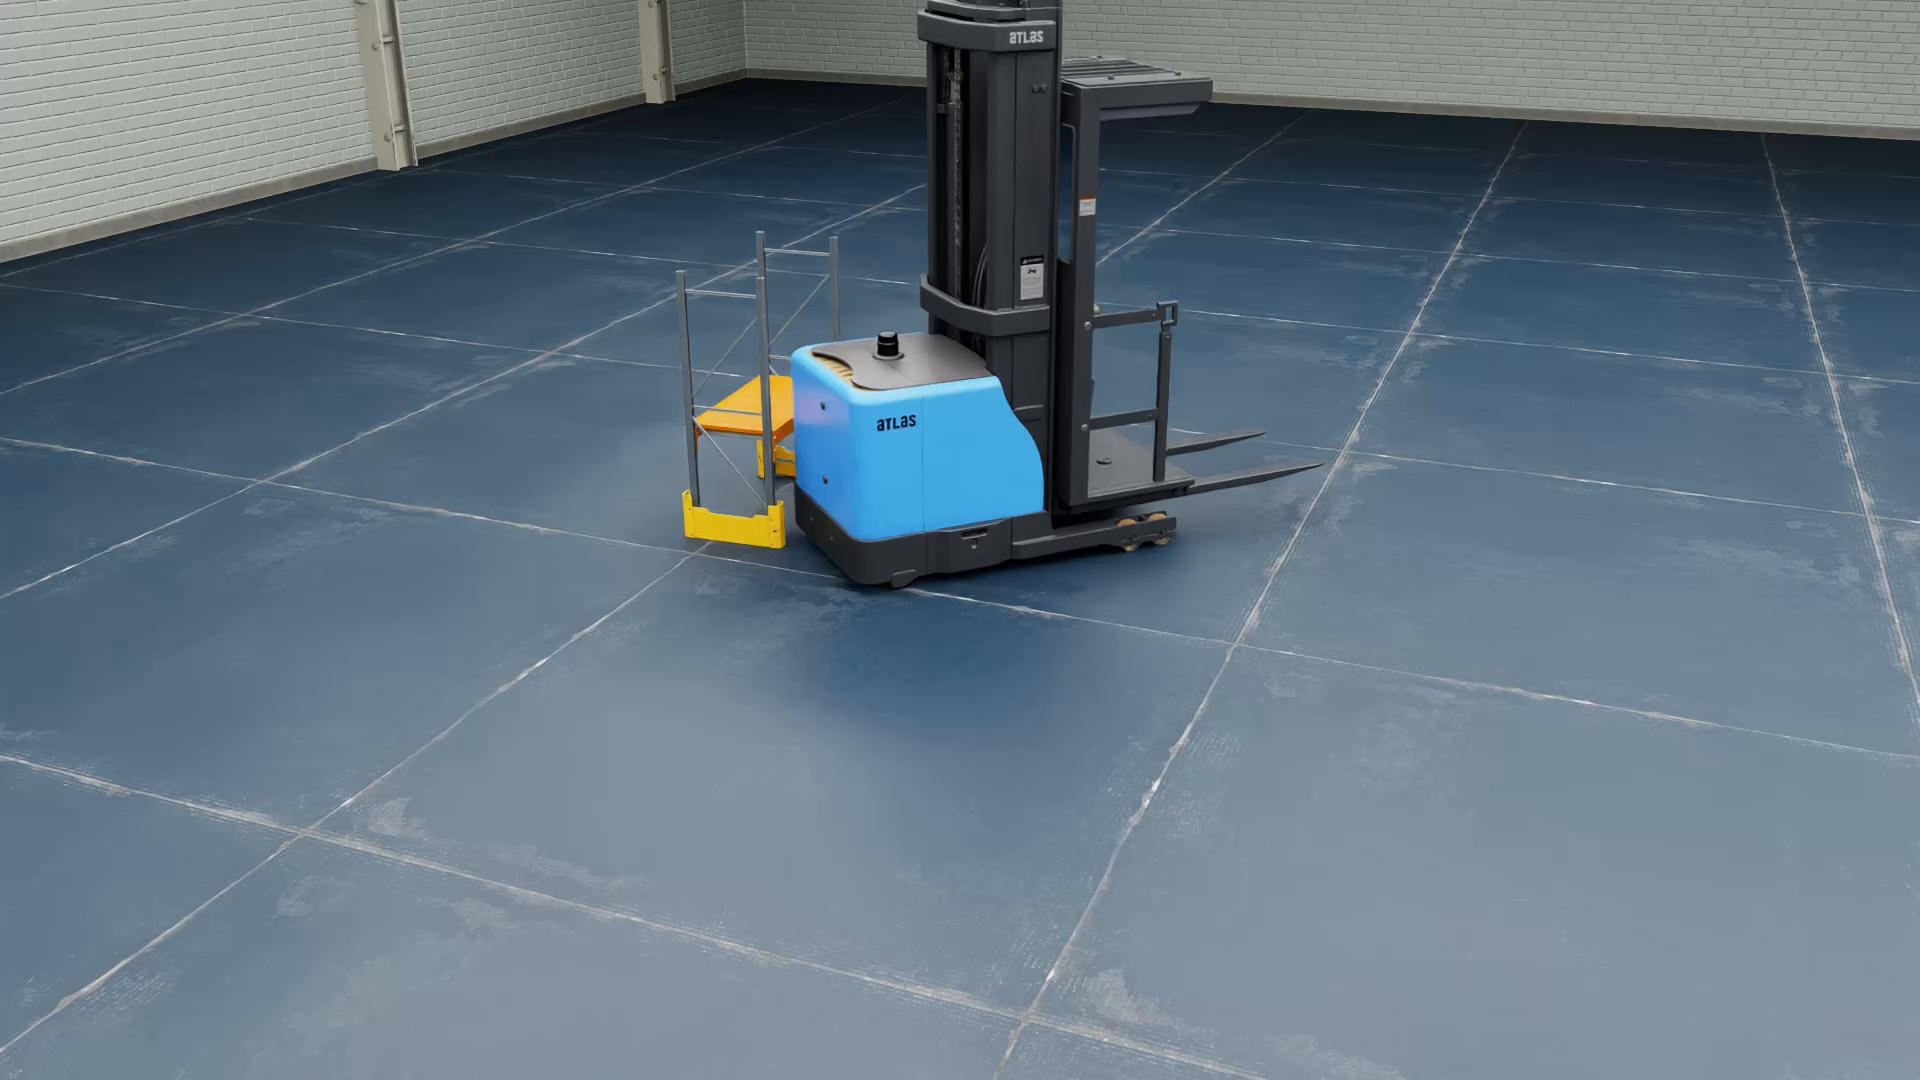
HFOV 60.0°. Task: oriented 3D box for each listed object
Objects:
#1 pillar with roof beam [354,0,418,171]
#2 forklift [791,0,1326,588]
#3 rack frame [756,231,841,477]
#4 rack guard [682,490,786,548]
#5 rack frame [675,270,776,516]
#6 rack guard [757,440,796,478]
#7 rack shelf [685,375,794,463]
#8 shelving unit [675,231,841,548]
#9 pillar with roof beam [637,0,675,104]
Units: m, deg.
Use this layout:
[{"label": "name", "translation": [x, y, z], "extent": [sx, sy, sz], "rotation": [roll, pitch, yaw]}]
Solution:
[{"label": "pillar with roof beam", "translation": [-2.762, -8.015, 16.763], "extent": [9.100, 9.000, 0.400], "rotation": [9, 24, 20]}, {"label": "forklift", "translation": [0.637, -1.472, 8.972], "extent": [3.031, 2.935, 1.130], "rotation": [-10, 25, -23]}, {"label": "rack frame", "translation": [-0.940, -1.065, 9.855], "extent": [0.500, 1.500, 0.032], "rotation": [7, 24, 16]}, {"label": "rack guard", "translation": [-1.252, -0.116, 9.204], "extent": [0.587, 0.250, 0.087], "rotation": [7, 24, 16]}, {"label": "rack frame", "translation": [-1.252, -0.692, 8.962], "extent": [0.500, 1.500, 0.032], "rotation": [7, 24, 16]}, {"label": "rack guard", "translation": [-0.946, -0.482, 10.079], "extent": [0.587, 0.250, 0.087], "rotation": [7, 24, 16]}, {"label": "rack shelf", "translation": [-1.096, -0.713, 9.478], "extent": [0.538, 0.185, 1.000], "rotation": [7, 24, 16]}, {"label": "shelving unit", "translation": [-1.099, -0.876, 9.400], "extent": [0.587, 1.500, 1.083], "rotation": [7, 24, 16]}, {"label": "pillar with roof beam", "translation": [-0.534, -10.162, 21.904], "extent": [9.100, 9.000, 0.400], "rotation": [9, 24, 20]}]
